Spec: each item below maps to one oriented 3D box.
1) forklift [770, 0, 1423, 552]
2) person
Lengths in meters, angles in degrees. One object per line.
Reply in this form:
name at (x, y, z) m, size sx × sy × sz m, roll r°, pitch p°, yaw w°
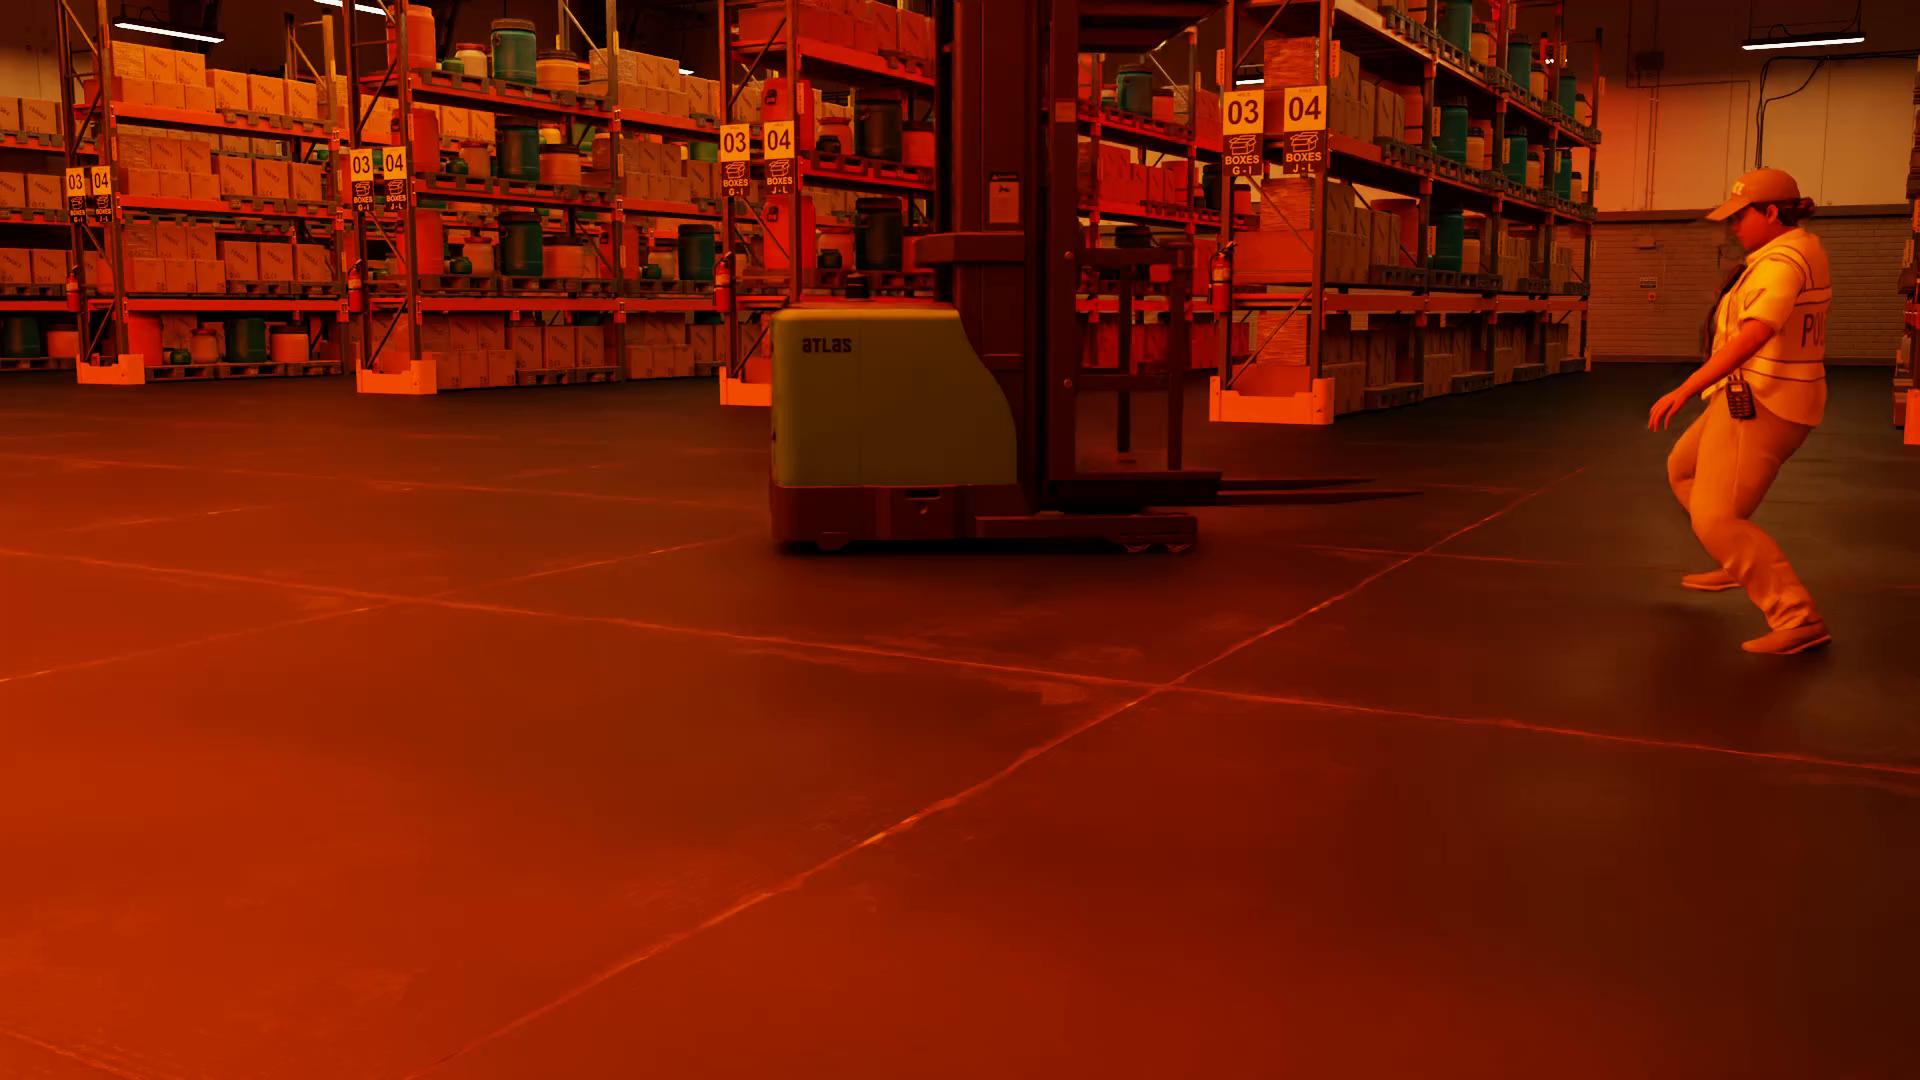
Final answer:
forklift at (0.631, -1.471, 7.751) m, size 3.031 × 2.935 × 1.130 m, roll -1°, pitch 8°, yaw -8°
person at (2.633, -0.446, 5.540) m, size 0.649 × 1.552 × 0.886 m, roll 6°, pitch 10°, yaw 37°
